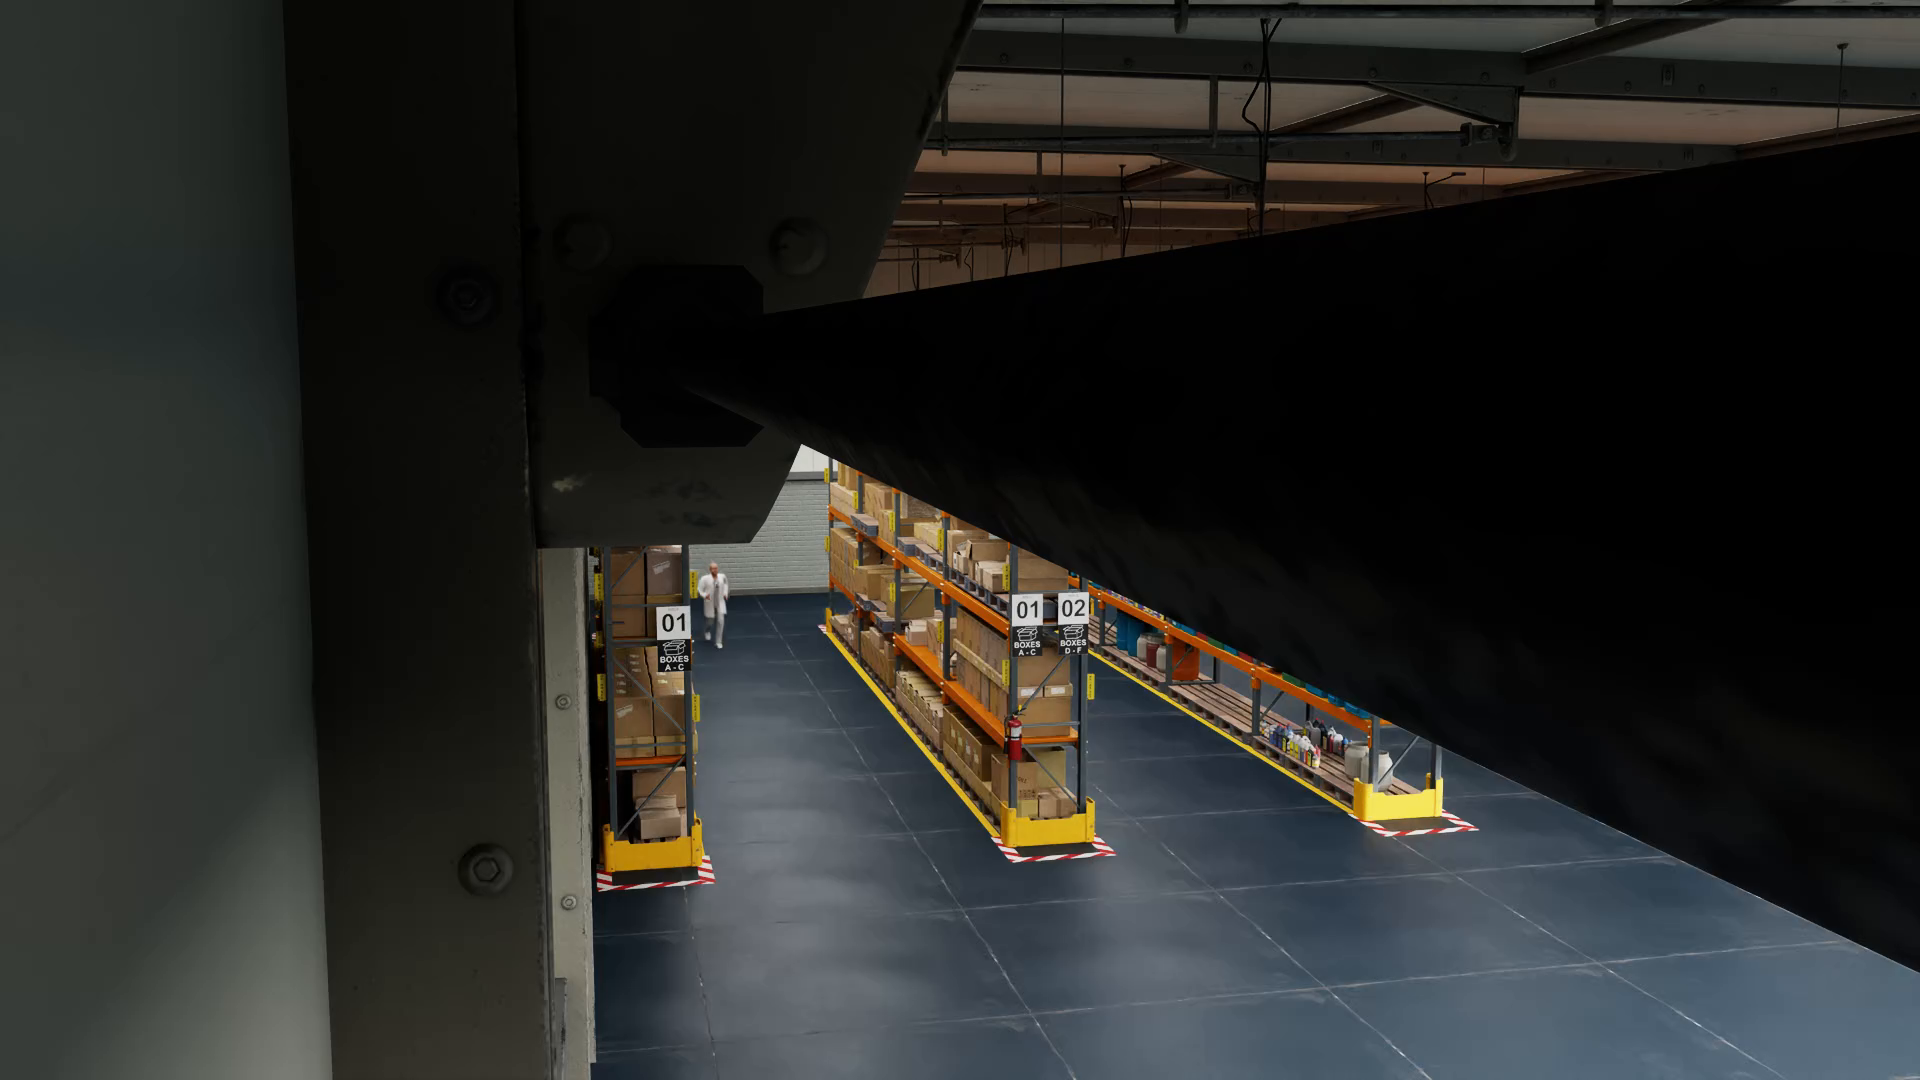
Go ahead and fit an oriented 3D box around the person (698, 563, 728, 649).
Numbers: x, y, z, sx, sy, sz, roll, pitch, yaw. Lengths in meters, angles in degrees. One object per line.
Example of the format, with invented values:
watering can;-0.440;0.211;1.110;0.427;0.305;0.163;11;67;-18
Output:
person;-5.141;1.340;34.682;0.700;1.765;1.001;-3;7;-22
